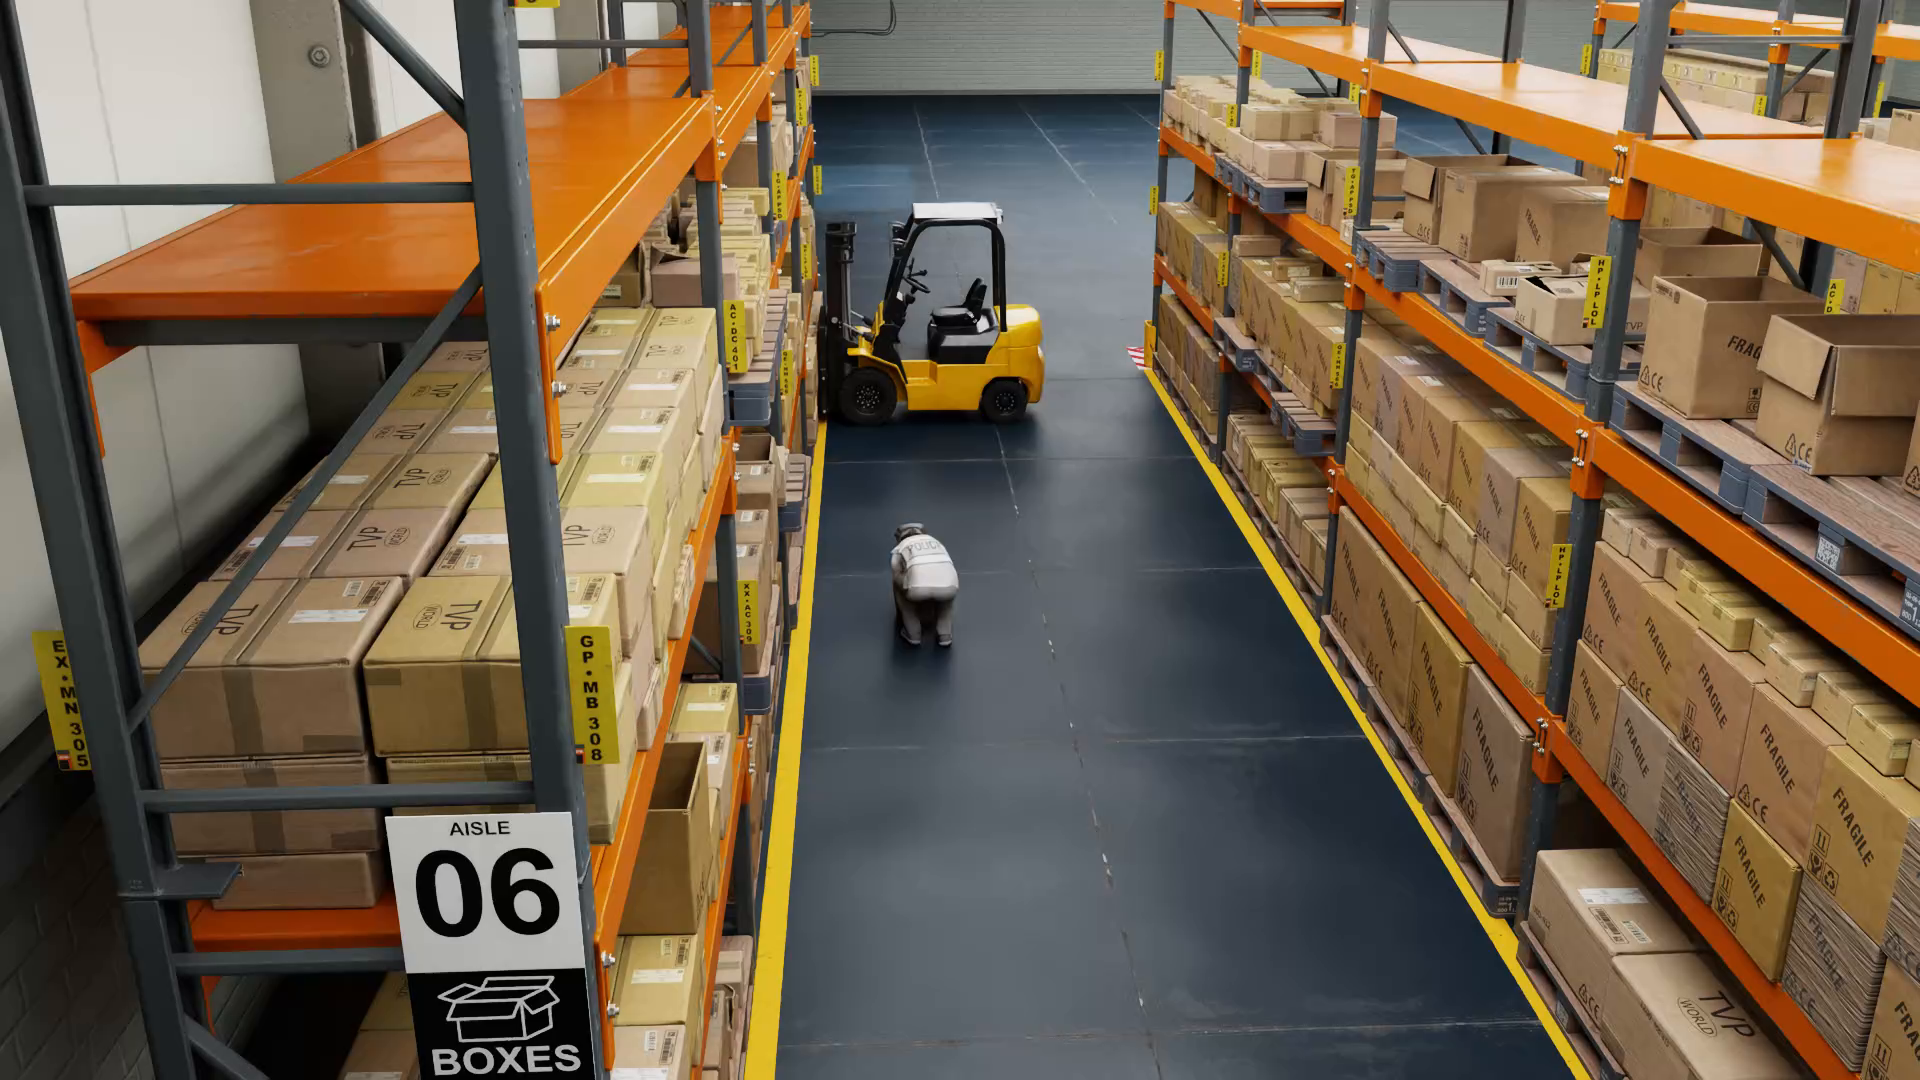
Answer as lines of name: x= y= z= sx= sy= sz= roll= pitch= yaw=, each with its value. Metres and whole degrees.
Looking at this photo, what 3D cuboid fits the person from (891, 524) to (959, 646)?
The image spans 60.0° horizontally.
person: x=-0.270 y=0.344 z=12.306 sx=0.448 sy=0.764 sz=0.925 roll=-3 pitch=21 yaw=-9
